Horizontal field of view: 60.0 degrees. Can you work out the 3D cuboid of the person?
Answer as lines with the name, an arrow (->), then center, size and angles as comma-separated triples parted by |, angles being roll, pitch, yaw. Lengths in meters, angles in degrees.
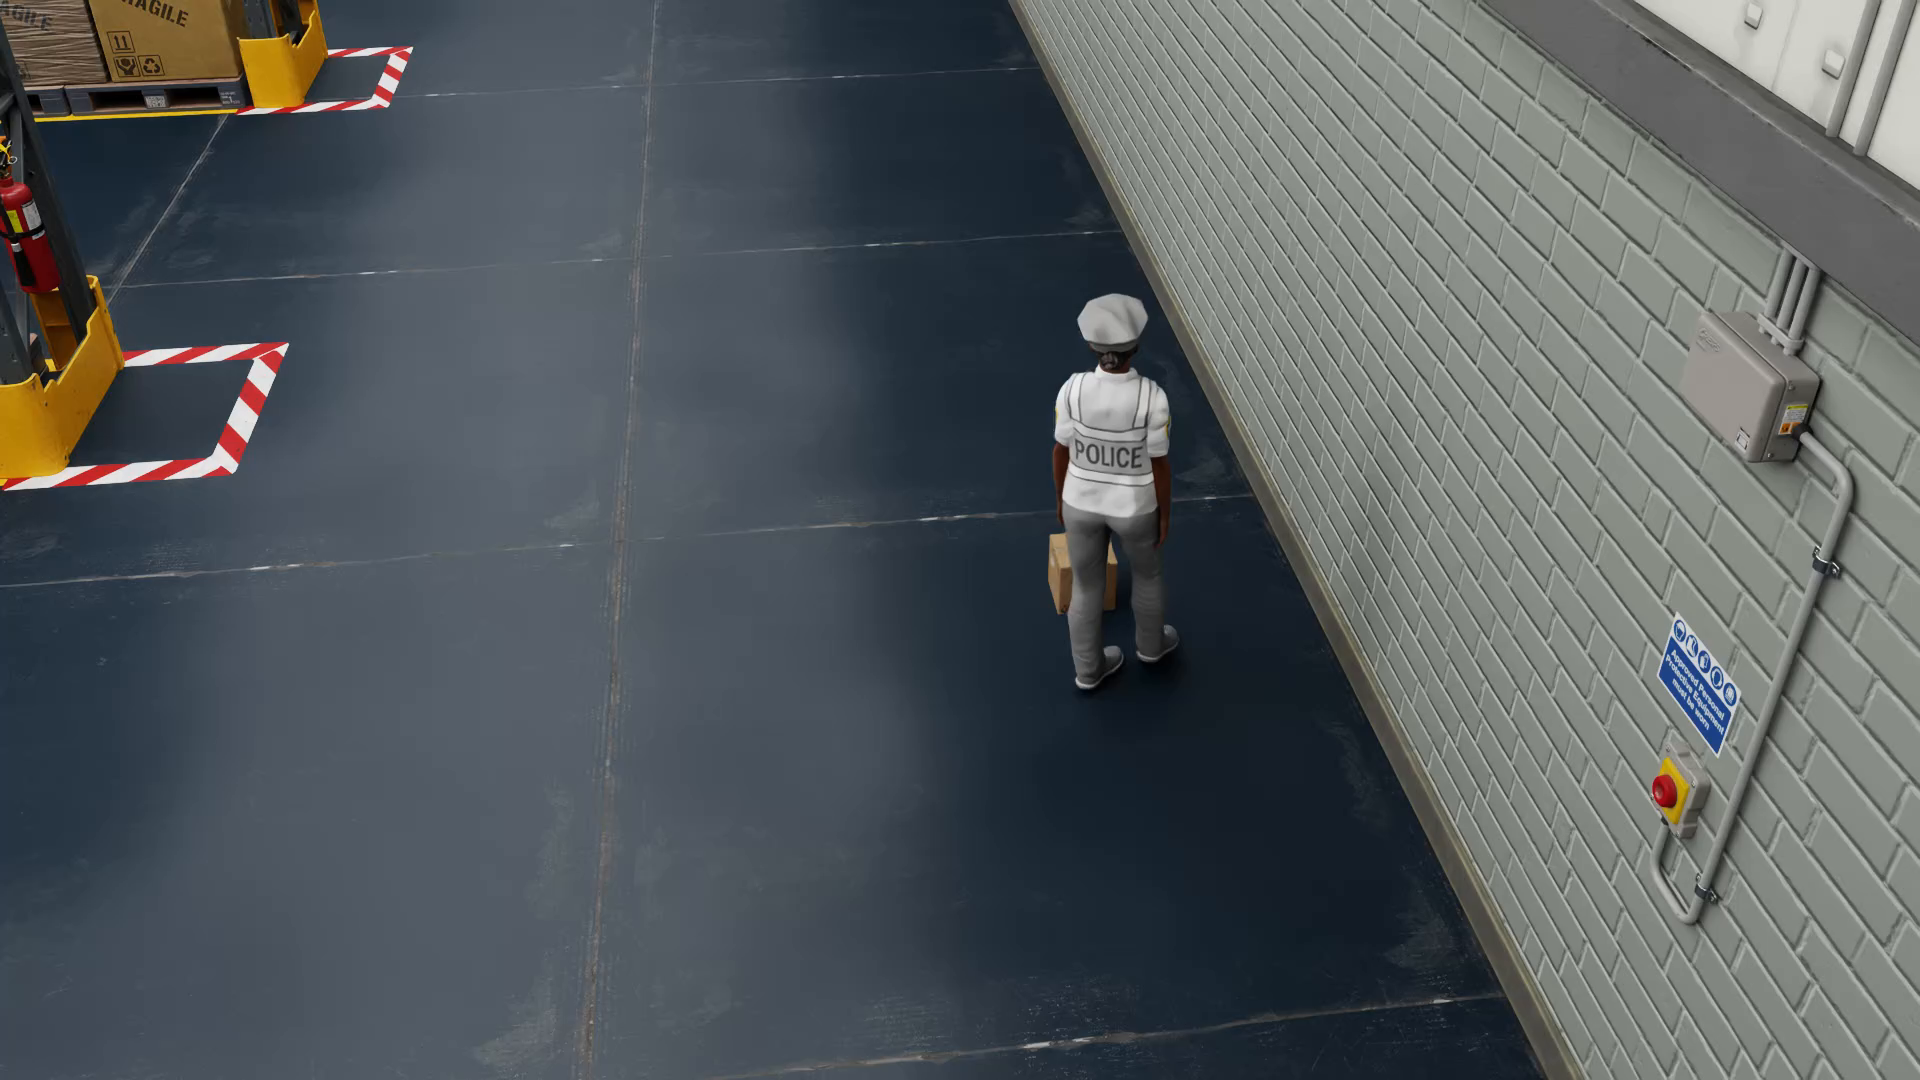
person -> 0.622, -0.186, 6.388 | 0.512, 1.689, 0.526 | 8, 36, 11
